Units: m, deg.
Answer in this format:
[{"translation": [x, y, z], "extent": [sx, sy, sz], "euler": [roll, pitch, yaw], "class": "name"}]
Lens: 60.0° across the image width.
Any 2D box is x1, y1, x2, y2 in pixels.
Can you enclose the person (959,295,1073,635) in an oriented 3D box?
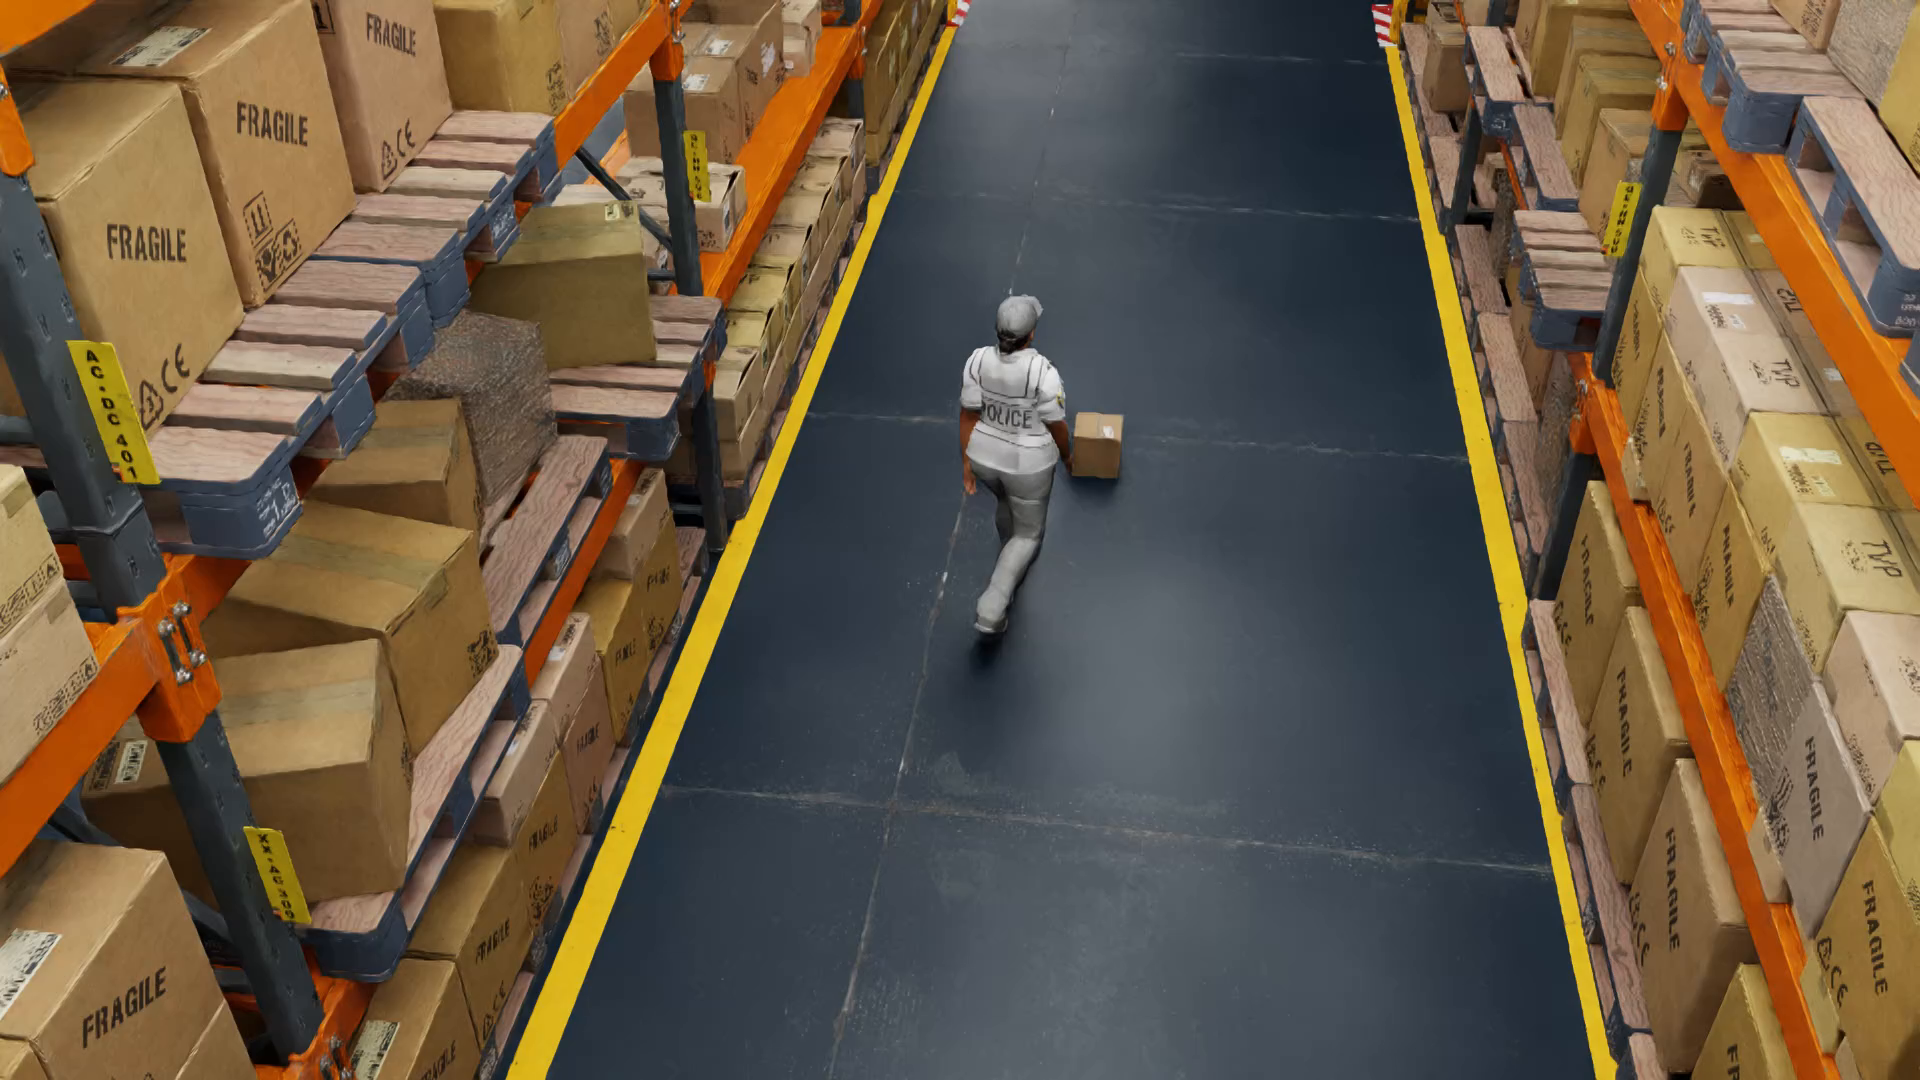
[{"translation": [0.244, -0.376, 7.548], "extent": [0.491, 1.625, 0.964], "euler": [19, 40, 24], "class": "person"}]
